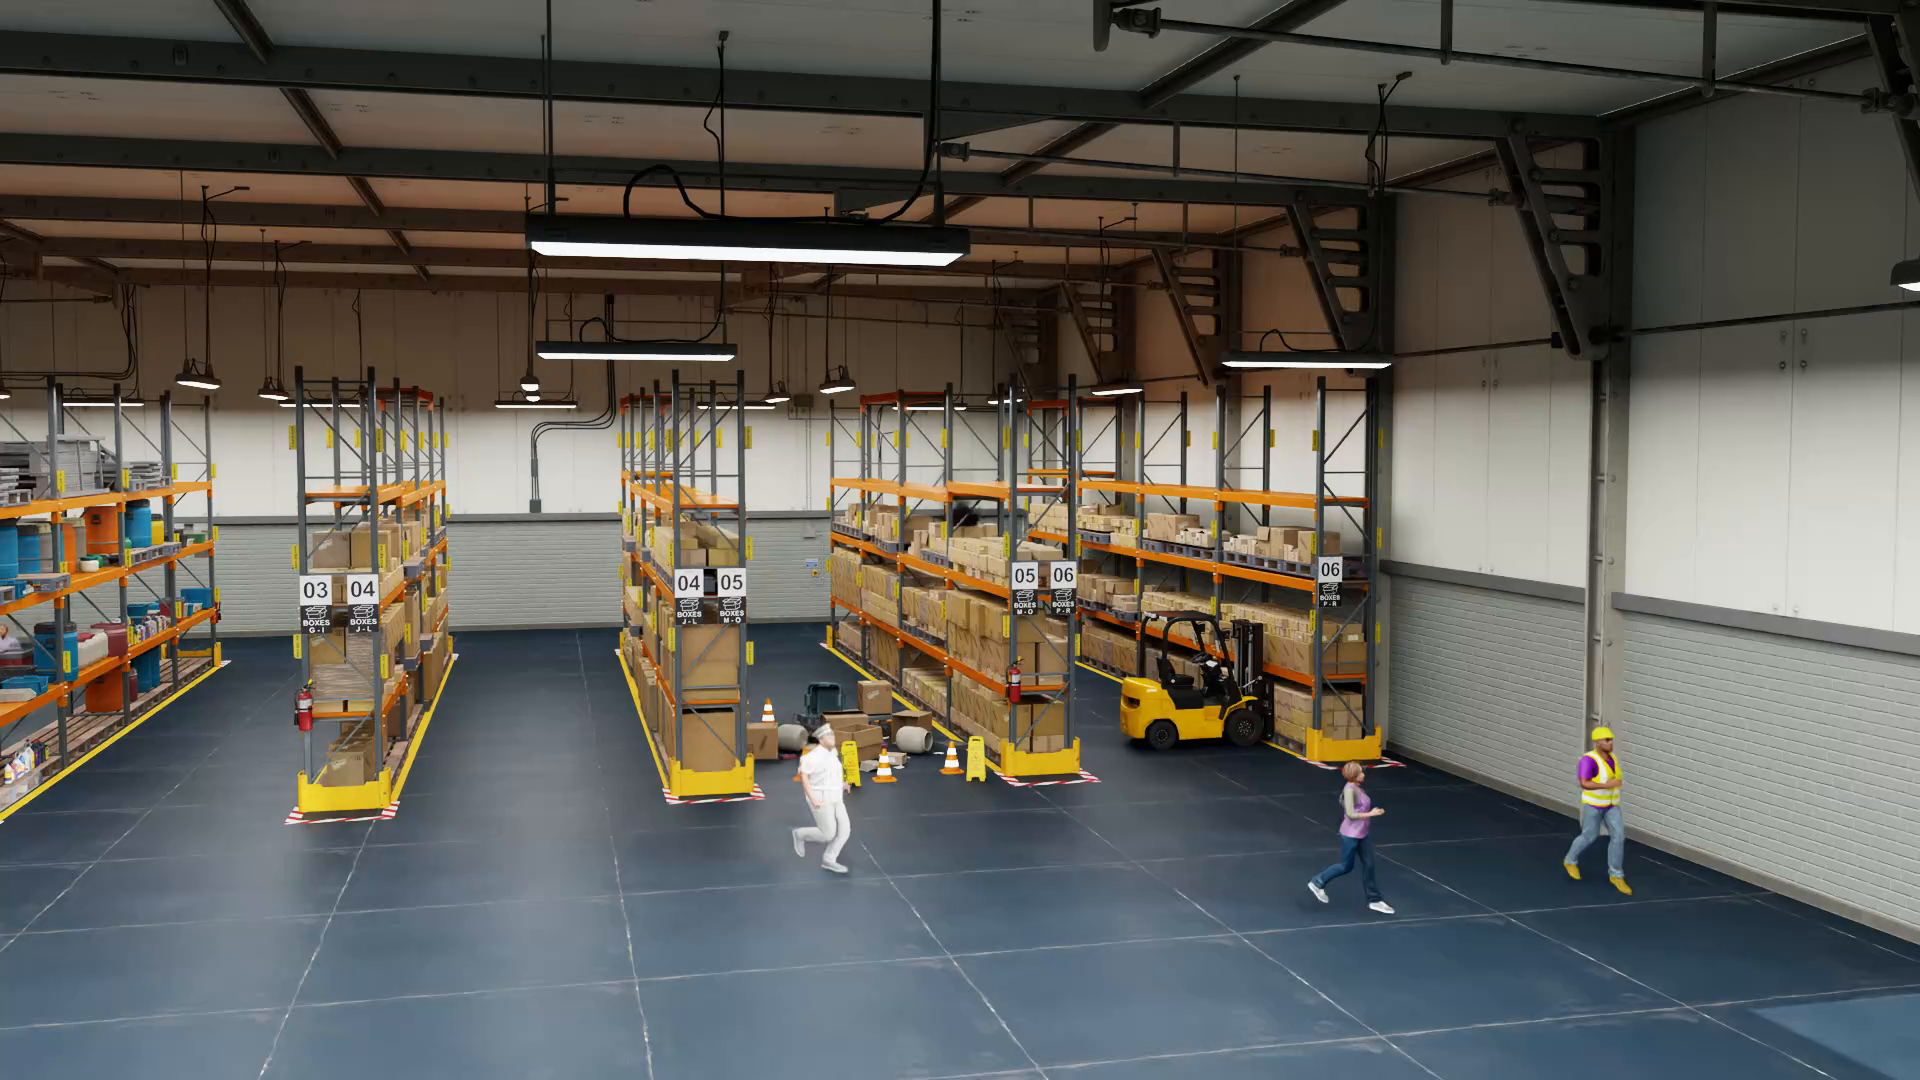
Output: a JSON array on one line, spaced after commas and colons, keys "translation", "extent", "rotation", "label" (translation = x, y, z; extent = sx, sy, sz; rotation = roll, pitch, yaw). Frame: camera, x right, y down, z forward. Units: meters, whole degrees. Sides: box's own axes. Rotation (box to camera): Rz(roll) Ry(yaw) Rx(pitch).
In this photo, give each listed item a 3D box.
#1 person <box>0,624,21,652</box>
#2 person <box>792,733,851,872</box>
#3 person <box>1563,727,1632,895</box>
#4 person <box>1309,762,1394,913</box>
[{"translation": [-17.436, 2.354, 30.326], "extent": [0.610, 1.657, 0.915], "rotation": [-1, 4, -14], "label": "person"}, {"translation": [-1.598, 3.017, 19.369], "extent": [0.633, 1.666, 0.667], "rotation": [2, 4, 31], "label": "person"}, {"translation": [7.146, 2.993, 18.640], "extent": [0.703, 1.823, 0.833], "rotation": [-2, 4, -26], "label": "person"}, {"translation": [4.161, 3.132, 17.624], "extent": [0.895, 1.583, 0.539], "rotation": [2, 4, 29], "label": "person"}]
